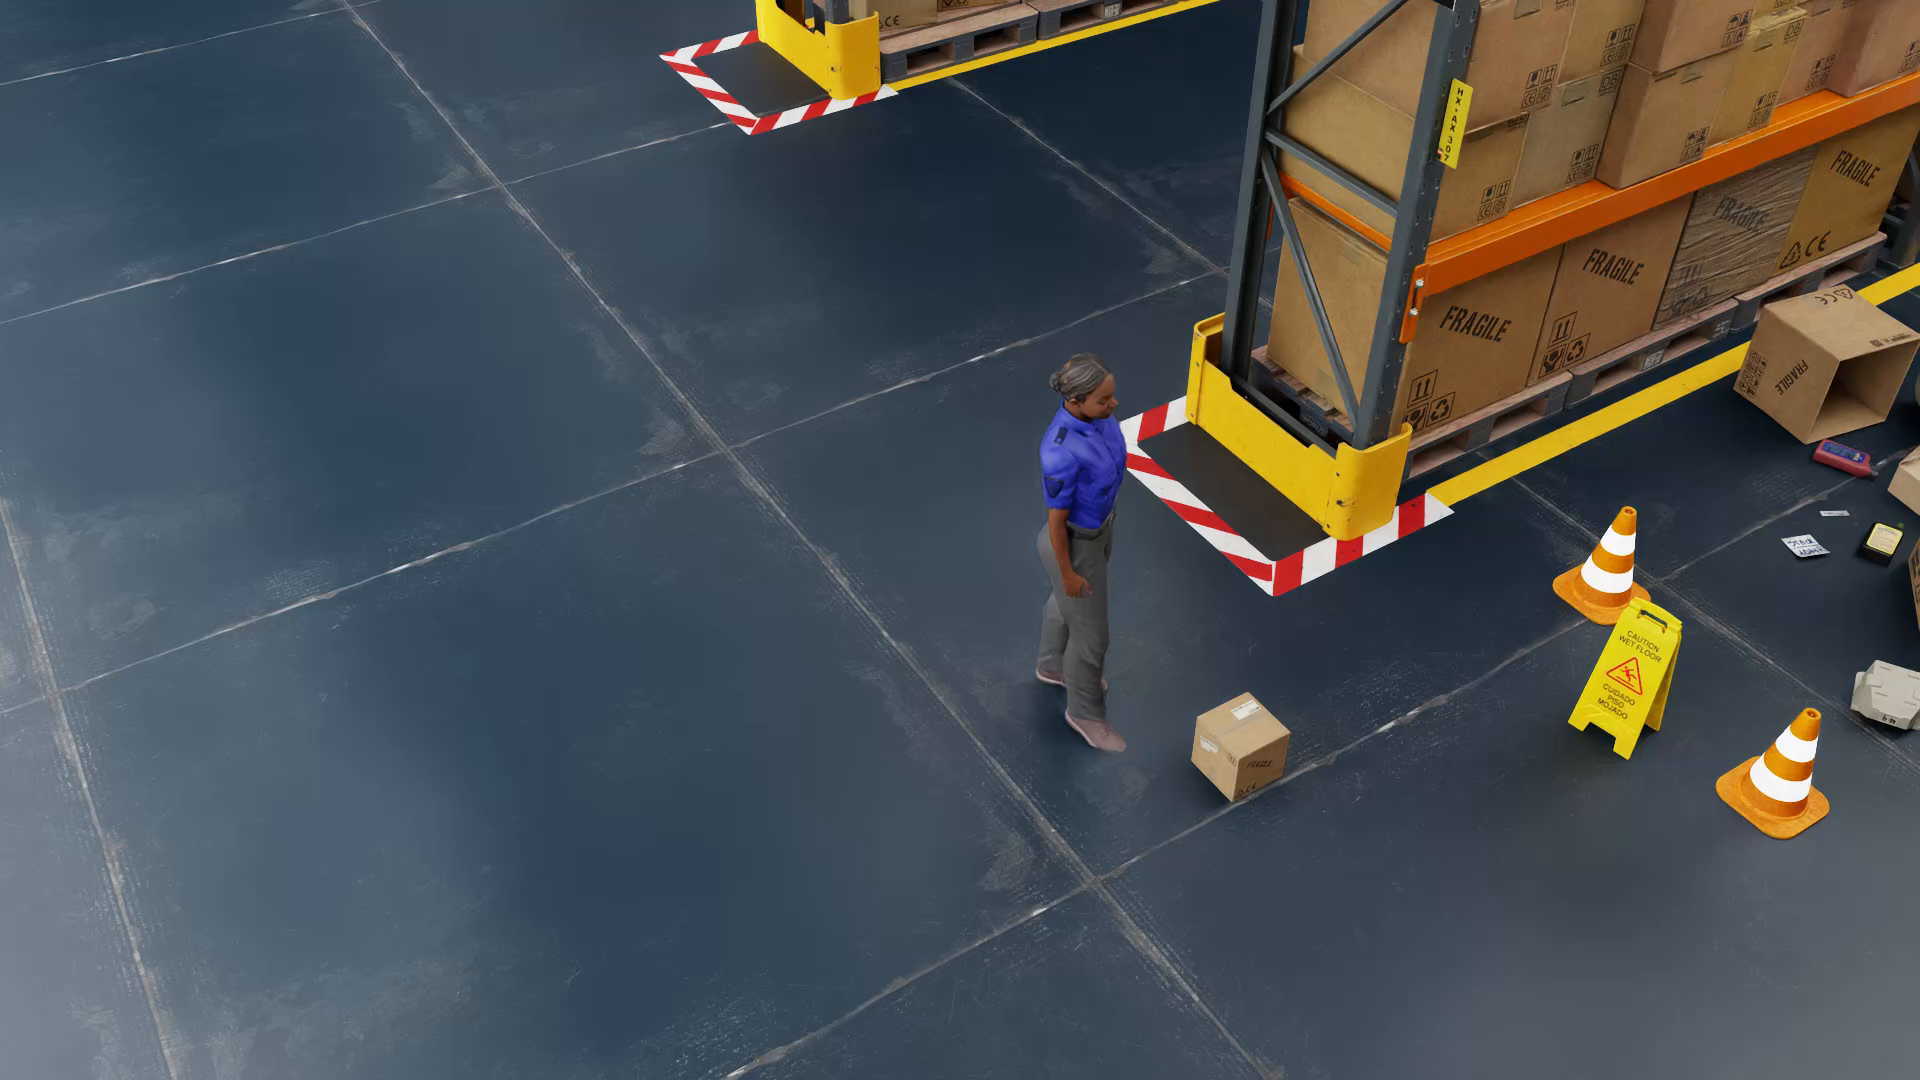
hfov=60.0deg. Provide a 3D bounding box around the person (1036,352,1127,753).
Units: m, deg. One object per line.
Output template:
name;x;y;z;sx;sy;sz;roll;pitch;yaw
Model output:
person;0.511;0.025;6.155;0.463;1.711;0.499;14;43;16
